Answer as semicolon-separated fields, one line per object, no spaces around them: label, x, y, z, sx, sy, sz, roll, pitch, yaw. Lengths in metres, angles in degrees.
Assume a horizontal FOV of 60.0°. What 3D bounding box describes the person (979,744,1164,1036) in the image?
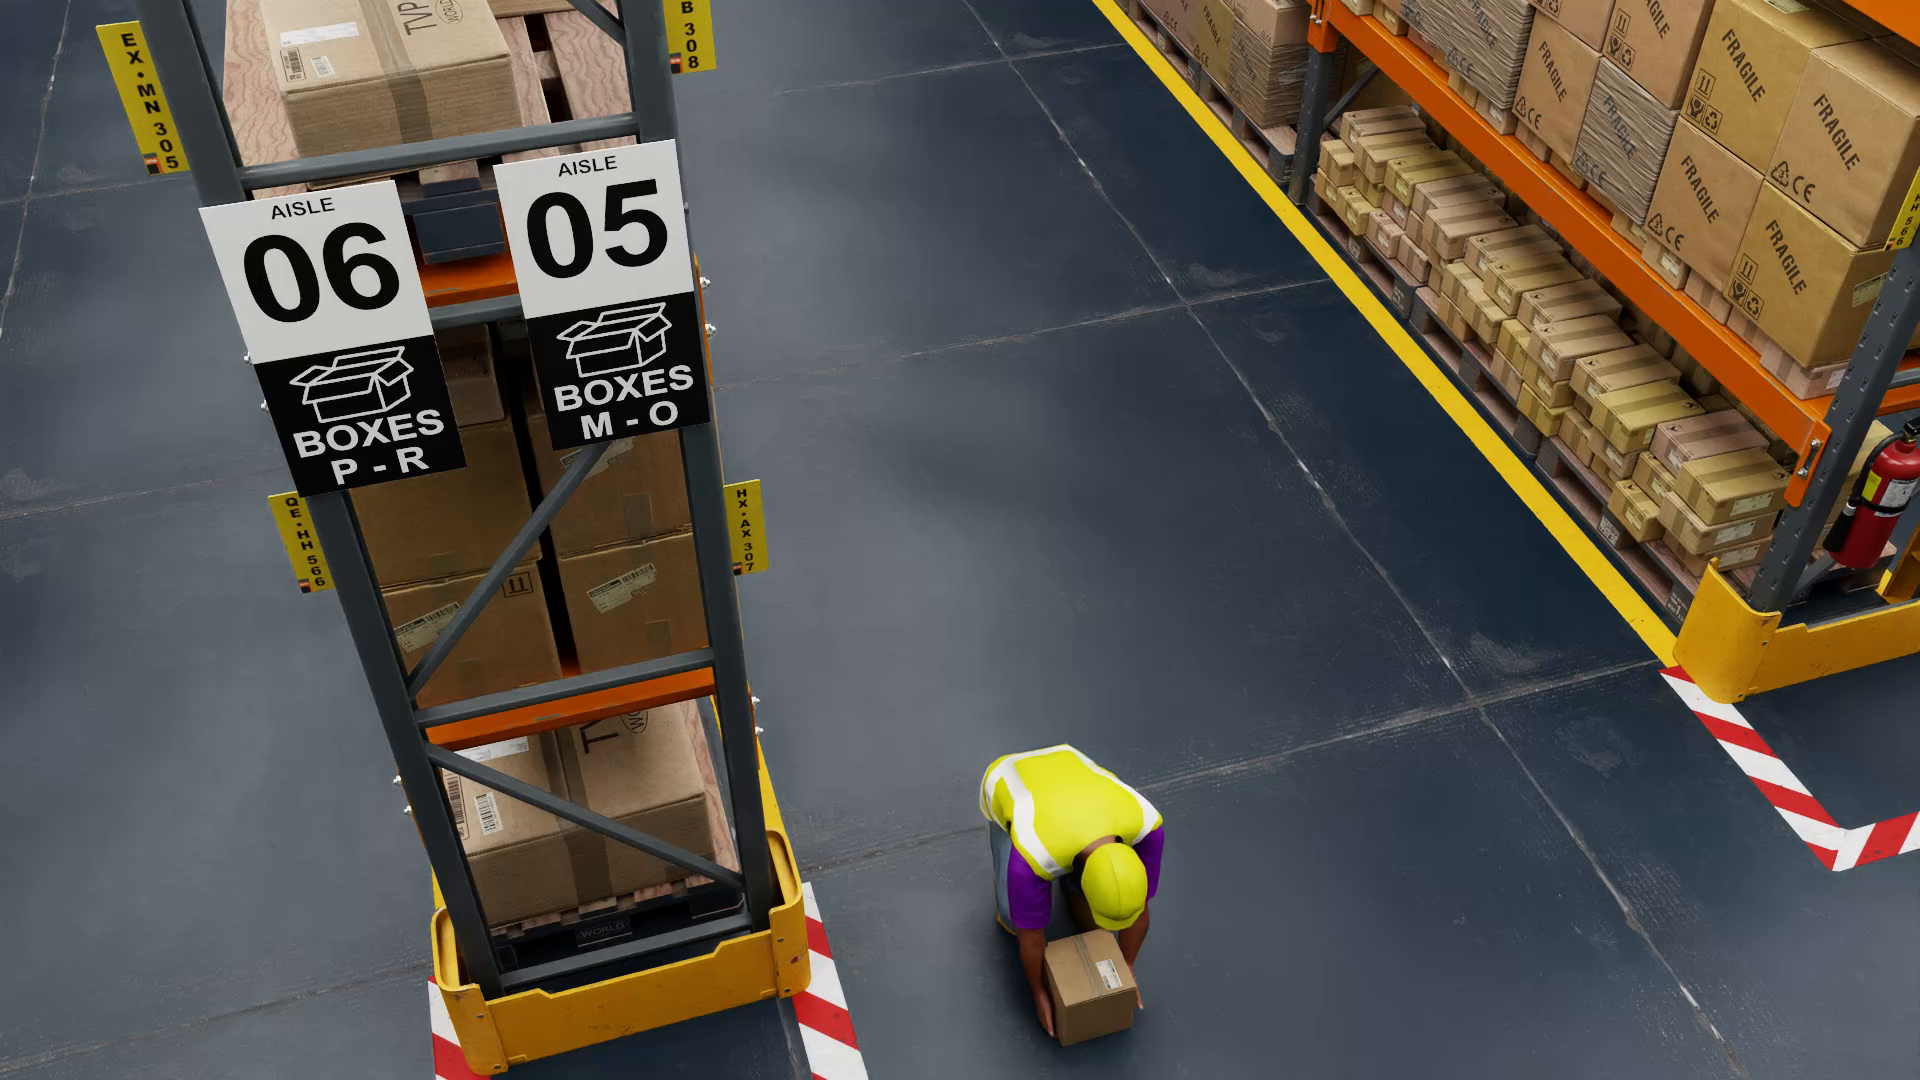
person;0.385;1.094;5.654;0.557;0.892;0.905;-8;43;-9
